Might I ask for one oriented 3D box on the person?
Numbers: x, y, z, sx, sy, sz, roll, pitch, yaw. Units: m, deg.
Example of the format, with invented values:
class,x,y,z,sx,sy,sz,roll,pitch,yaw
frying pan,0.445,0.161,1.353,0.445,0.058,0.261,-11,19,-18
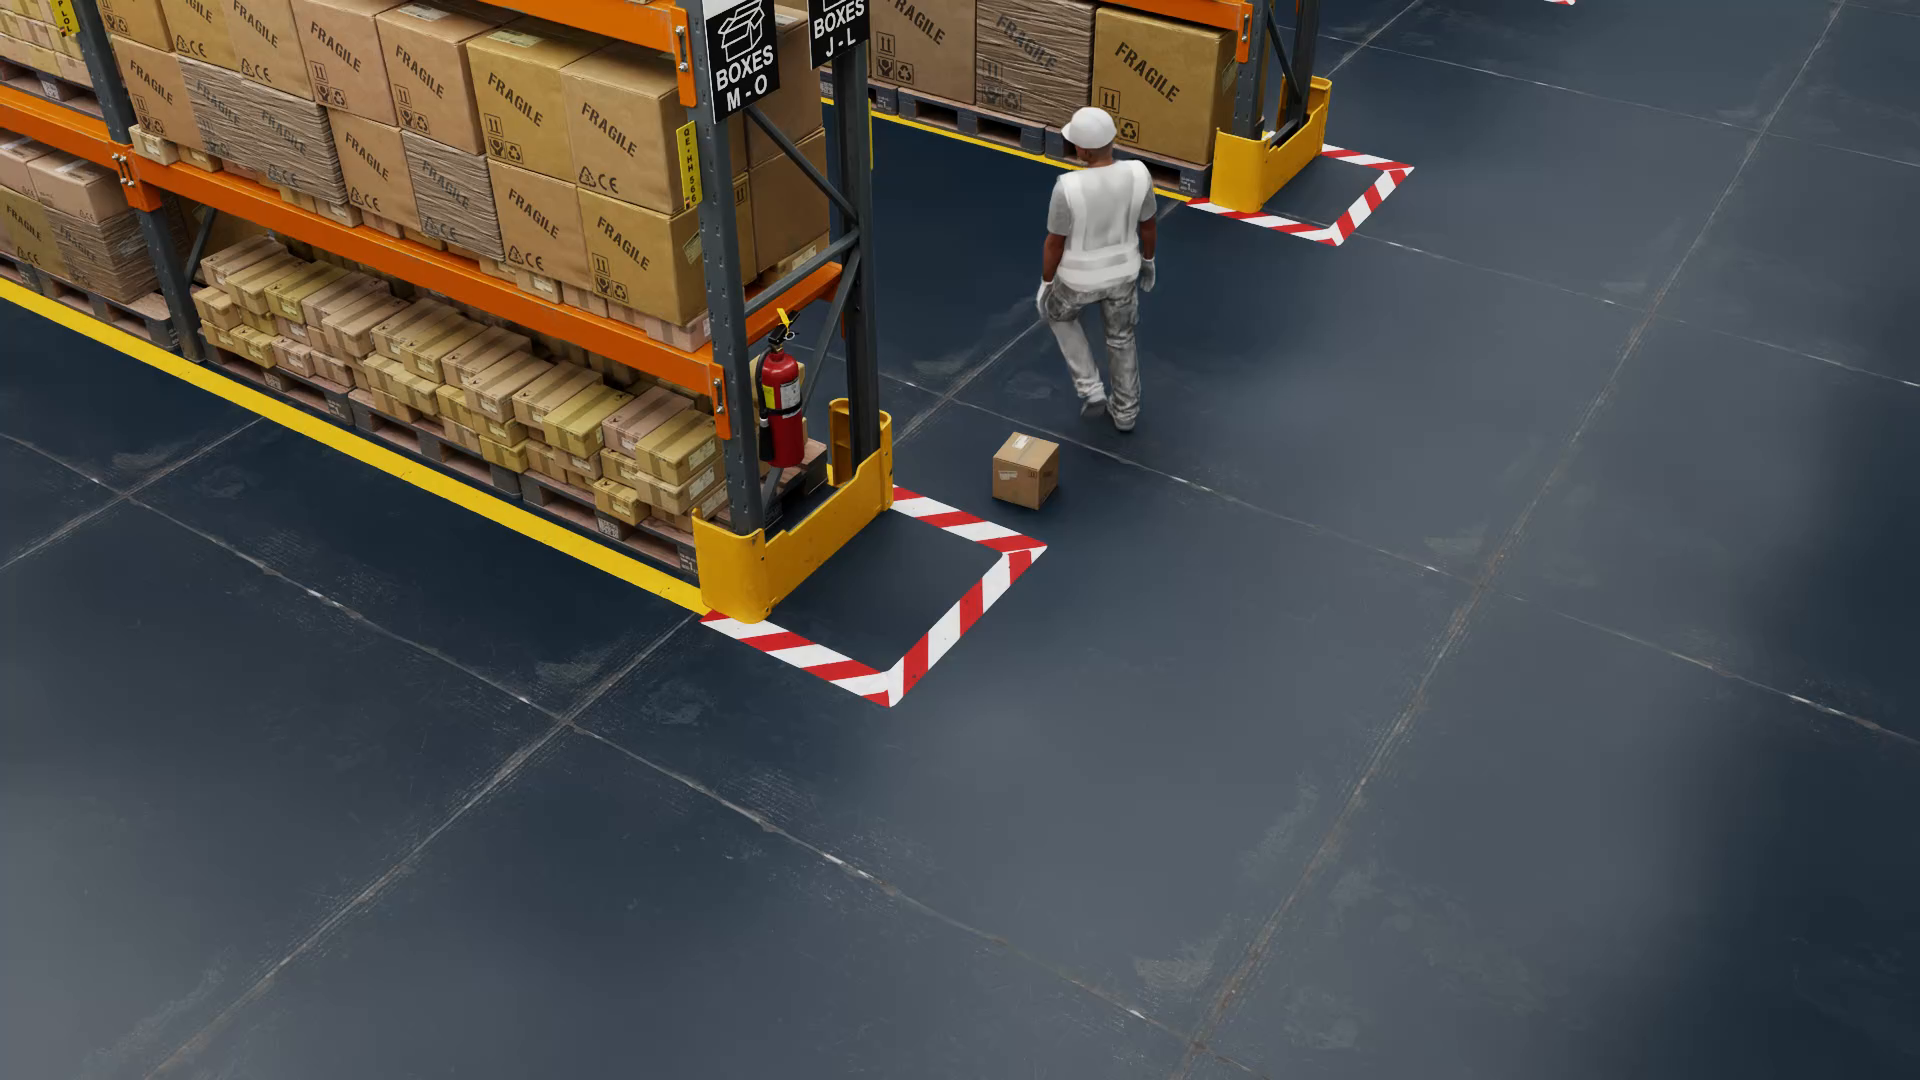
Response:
class,x,y,z,sx,sy,sz,roll,pitch,yaw
person,0.669,-1.367,8.377,0.647,1.768,0.456,-9,39,-11
